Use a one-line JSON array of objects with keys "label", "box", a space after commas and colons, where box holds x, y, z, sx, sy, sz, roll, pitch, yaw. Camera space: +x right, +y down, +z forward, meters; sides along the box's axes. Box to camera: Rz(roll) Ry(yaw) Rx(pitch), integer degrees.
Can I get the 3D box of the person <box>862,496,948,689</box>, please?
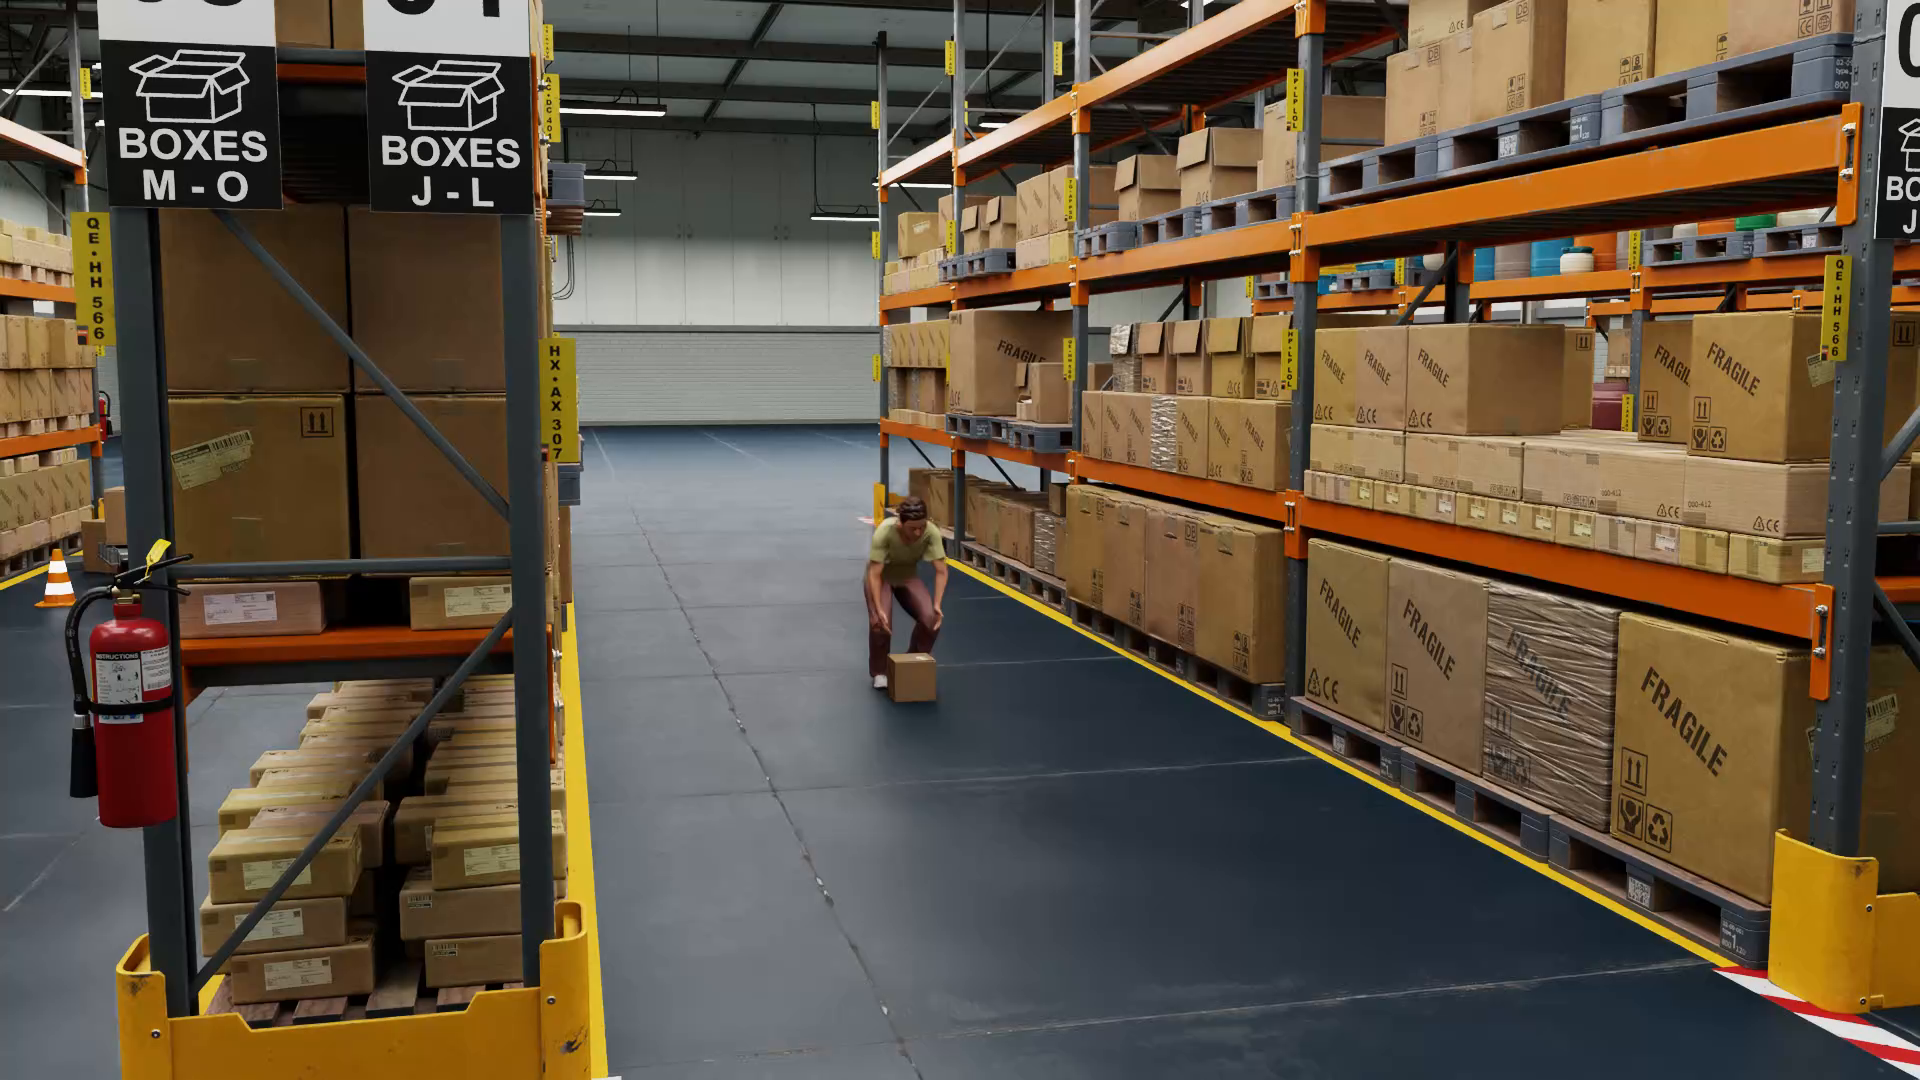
[{"label": "person", "box": [-0.347, 0.315, 10.393, 0.508, 1.216, 0.719, -2, 6, -14]}]
